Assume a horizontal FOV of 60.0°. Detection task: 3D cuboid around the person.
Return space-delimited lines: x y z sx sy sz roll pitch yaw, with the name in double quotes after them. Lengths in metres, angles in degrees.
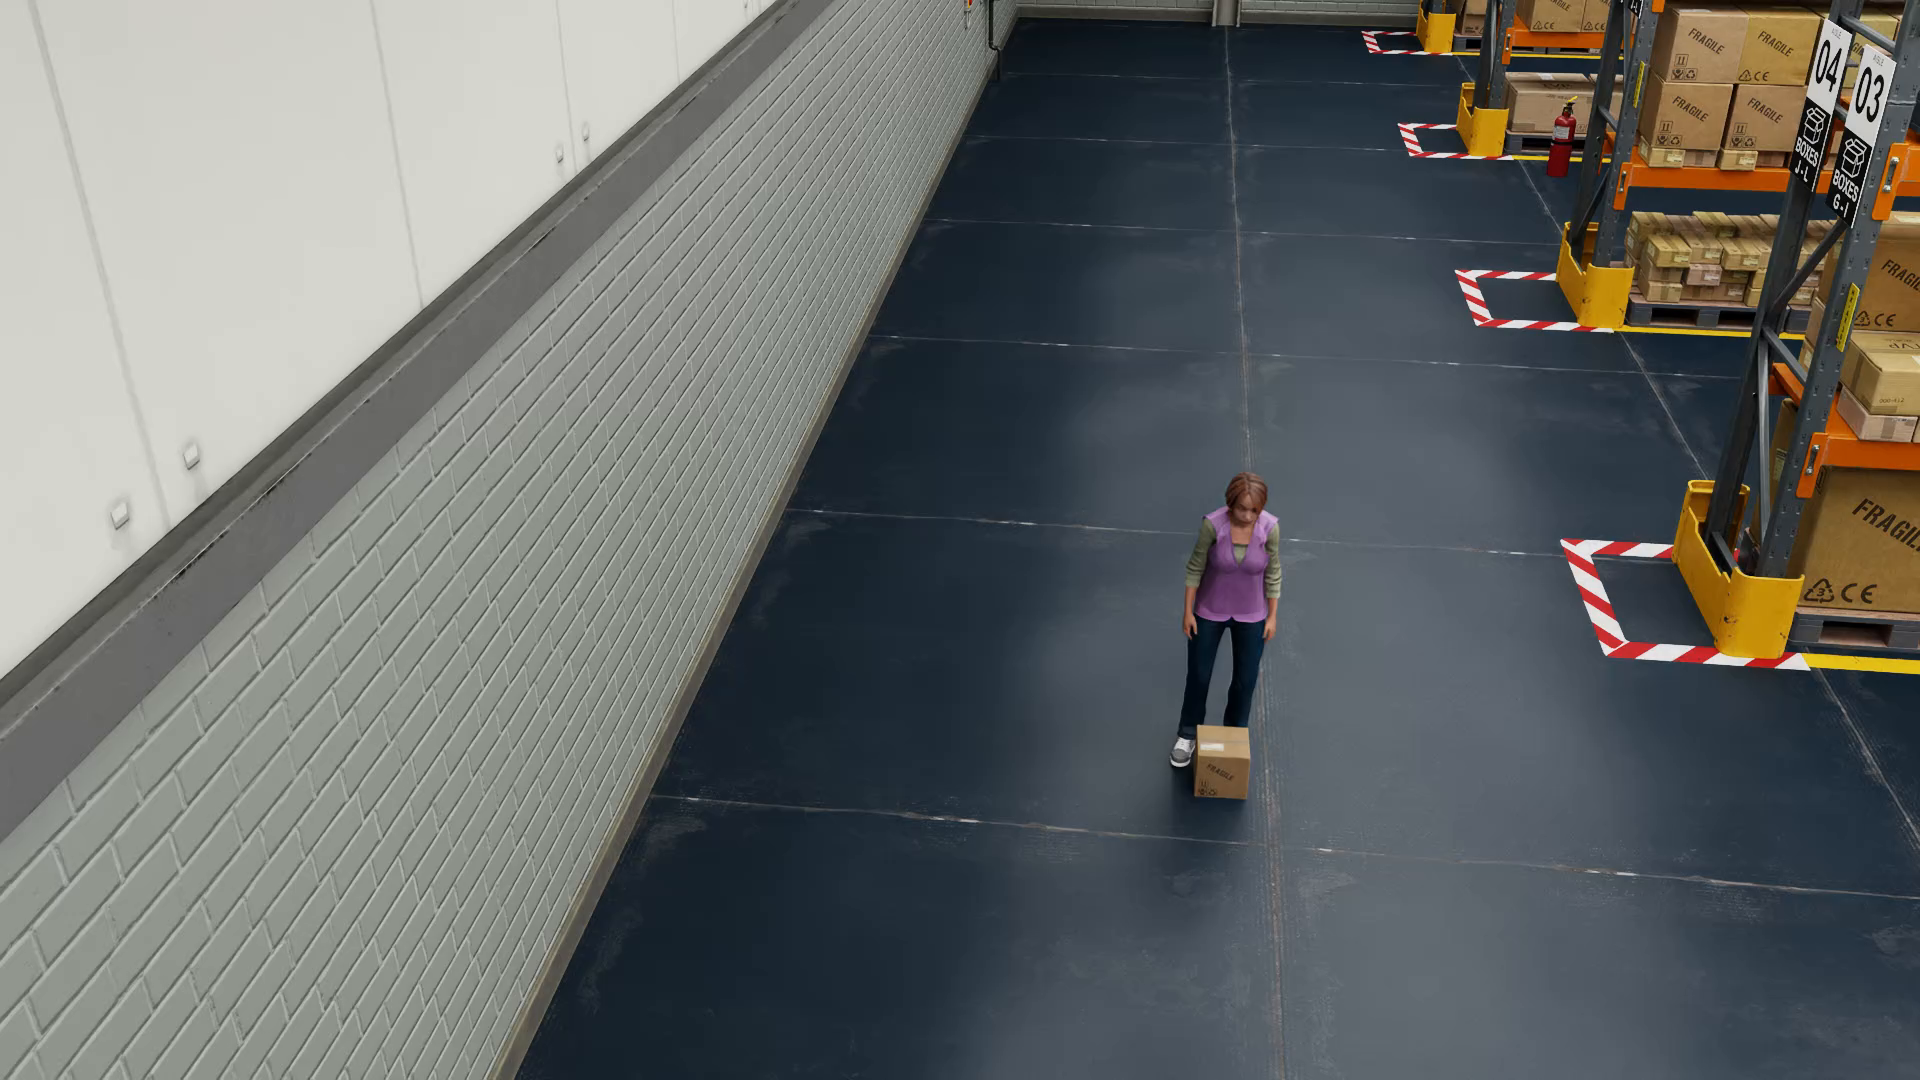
1.288 0.372 7.960 0.472 1.590 0.347 2 29 4 "person"
